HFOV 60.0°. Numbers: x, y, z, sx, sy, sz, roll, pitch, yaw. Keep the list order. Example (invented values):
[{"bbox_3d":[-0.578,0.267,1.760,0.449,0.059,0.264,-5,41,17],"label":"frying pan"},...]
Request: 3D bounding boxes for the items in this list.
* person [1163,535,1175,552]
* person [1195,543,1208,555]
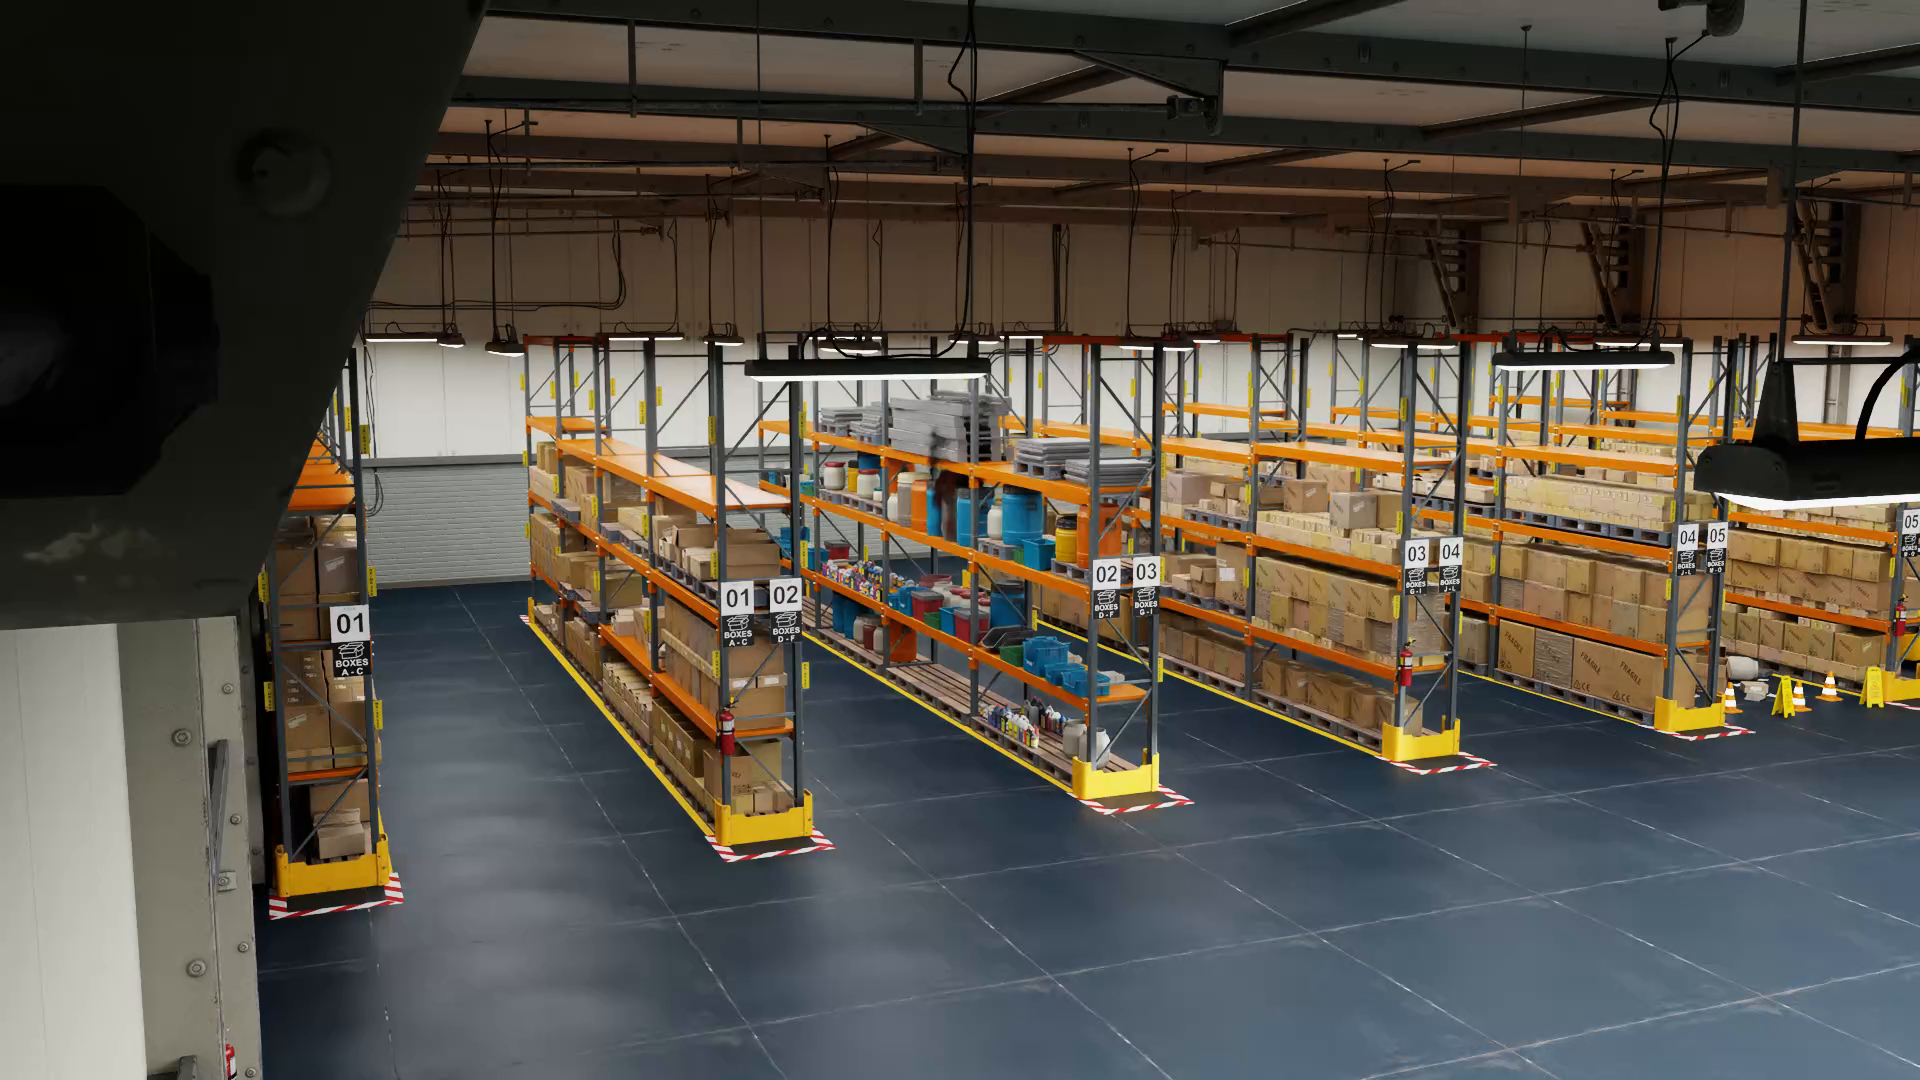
[{"bbox_3d":[5.466,-0.083,41.808,0.653,1.760,0.665,-2,8,-17],"label":"person"},{"bbox_3d":[6.019,-0.037,41.696,0.726,1.718,0.762,4,9,30],"label":"person"}]
